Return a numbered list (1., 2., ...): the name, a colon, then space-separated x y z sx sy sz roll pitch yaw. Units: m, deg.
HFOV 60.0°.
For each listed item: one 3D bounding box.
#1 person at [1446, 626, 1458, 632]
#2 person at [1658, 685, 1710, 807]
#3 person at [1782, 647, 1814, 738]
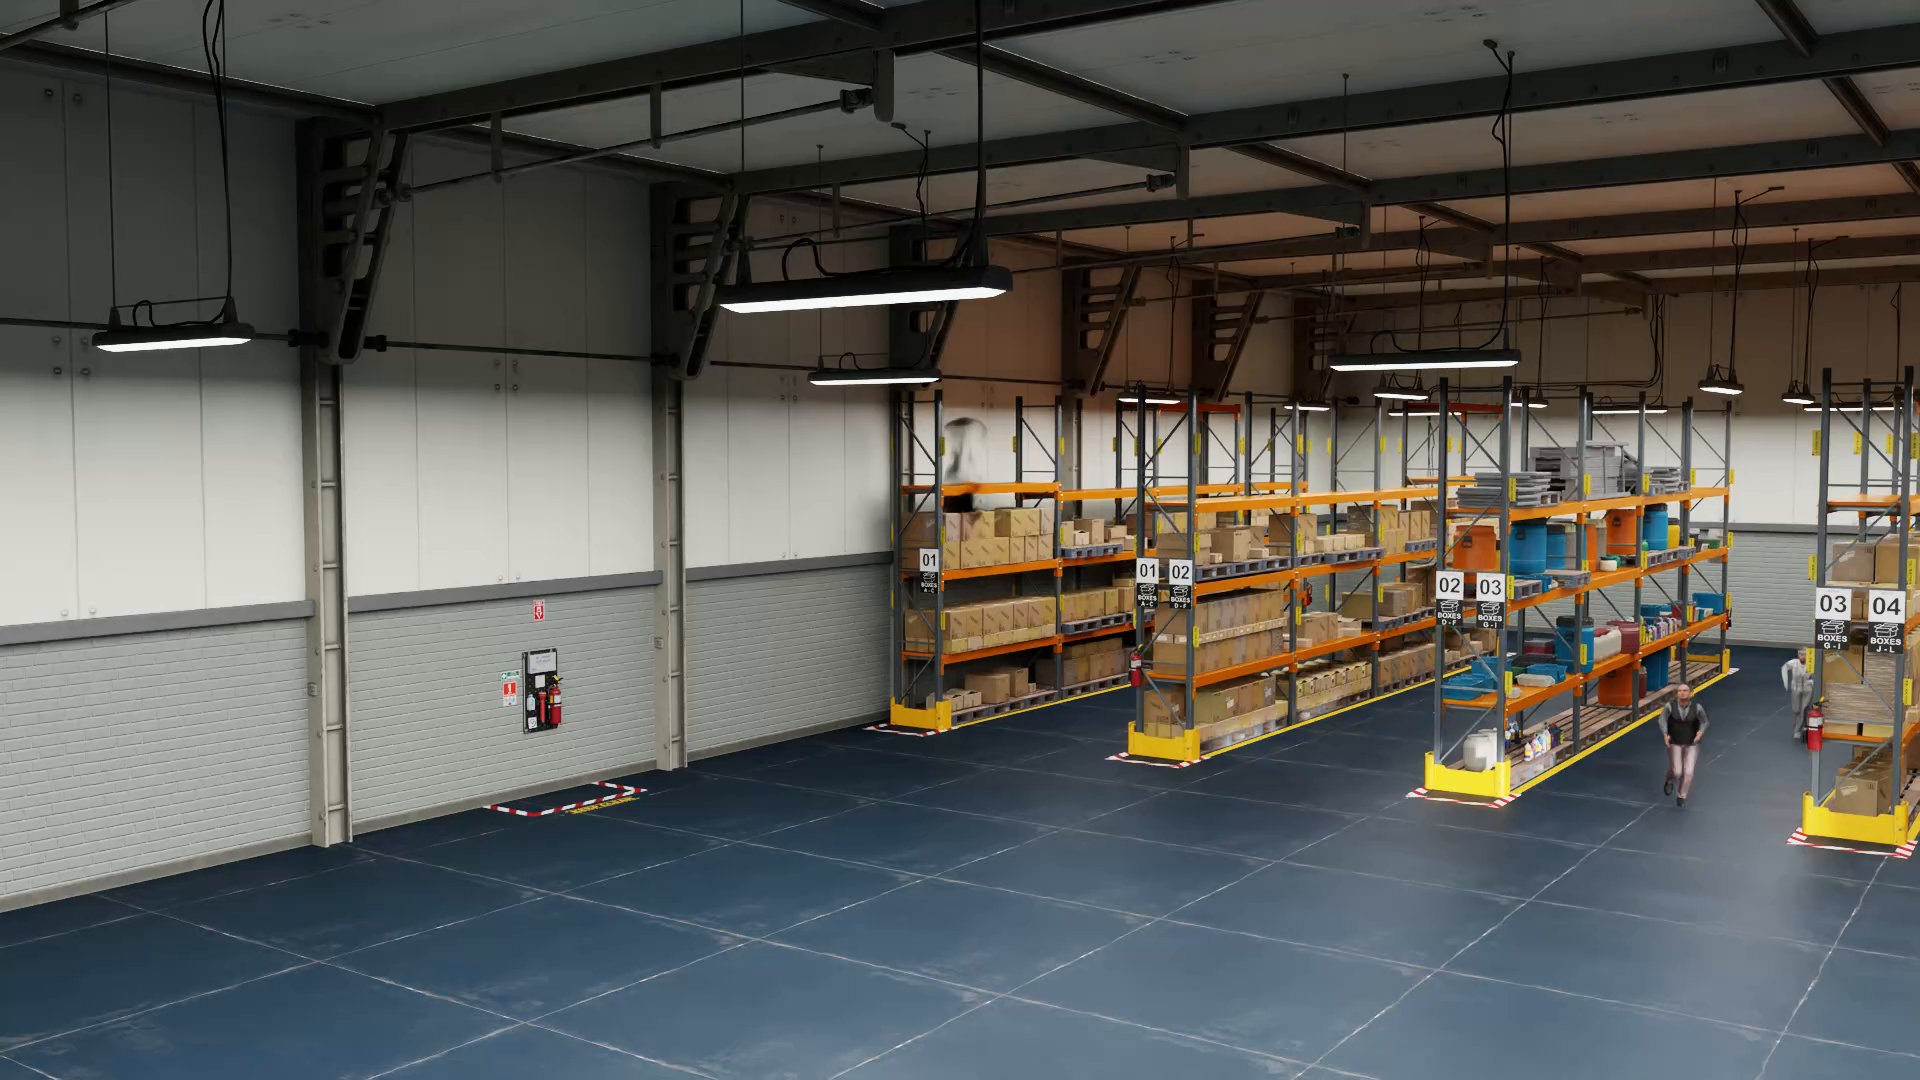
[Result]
1. person: 12.281 1.782 41.405 0.649 1.817 0.739 -3 4 -43
2. person: 10.107 2.859 23.221 0.656 1.695 0.626 1 3 20
3. person: 14.405 2.606 28.476 0.605 1.615 0.666 1 4 23
